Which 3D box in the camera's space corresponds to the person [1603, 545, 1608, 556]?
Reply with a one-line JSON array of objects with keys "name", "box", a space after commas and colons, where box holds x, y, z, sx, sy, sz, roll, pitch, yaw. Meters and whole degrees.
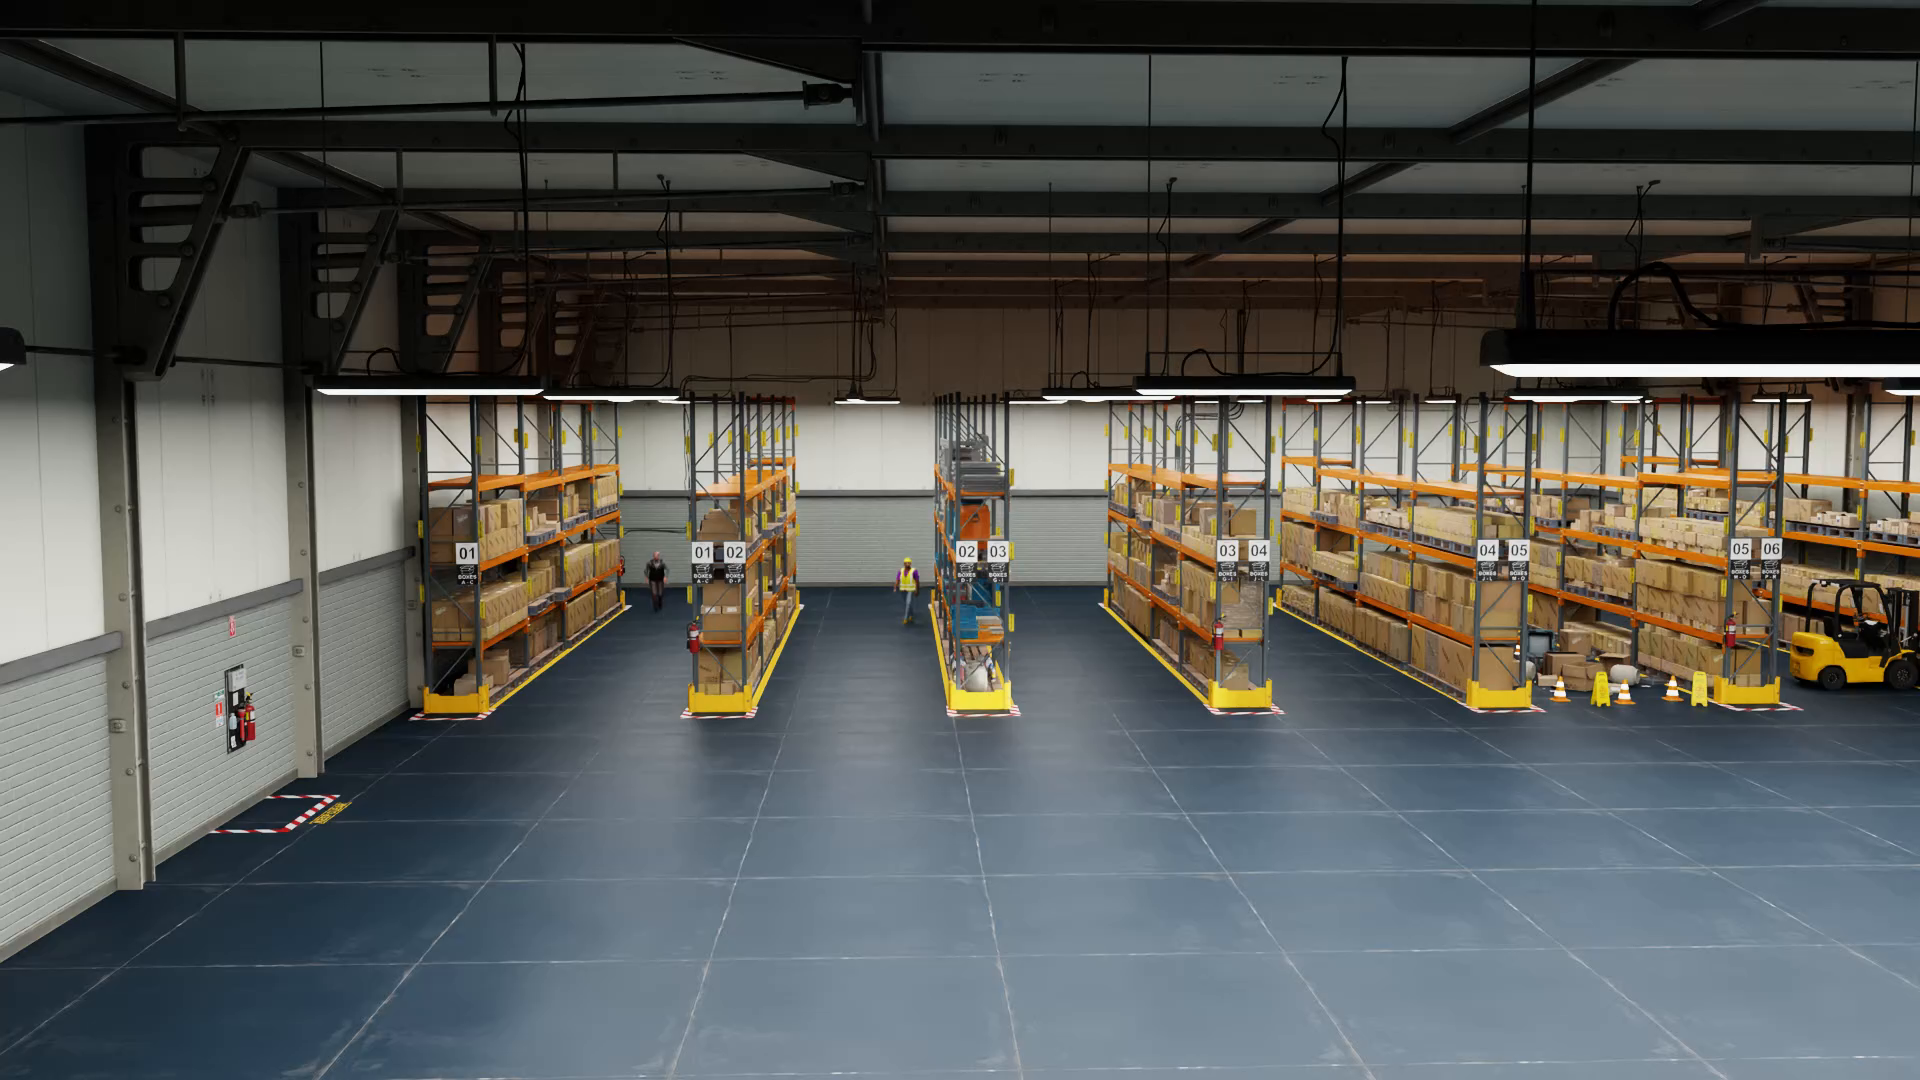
[{"name": "person", "box": [19.084, 0.954, 49.297, 1.002, 1.627, 0.434, 0, 5, -3]}]

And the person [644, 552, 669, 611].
[{"name": "person", "box": [-8.533, 1.146, 46.754, 0.682, 1.673, 0.559, -1, 5, -9]}]

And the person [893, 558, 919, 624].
[{"name": "person", "box": [-1.429, 1.321, 43.858, 0.569, 1.702, 1.021, 2, 5, 25]}]

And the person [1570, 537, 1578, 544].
[{"name": "person", "box": [19.226, 0.697, 52.216, 0.417, 1.702, 0.512, -1, 5, -15]}]
